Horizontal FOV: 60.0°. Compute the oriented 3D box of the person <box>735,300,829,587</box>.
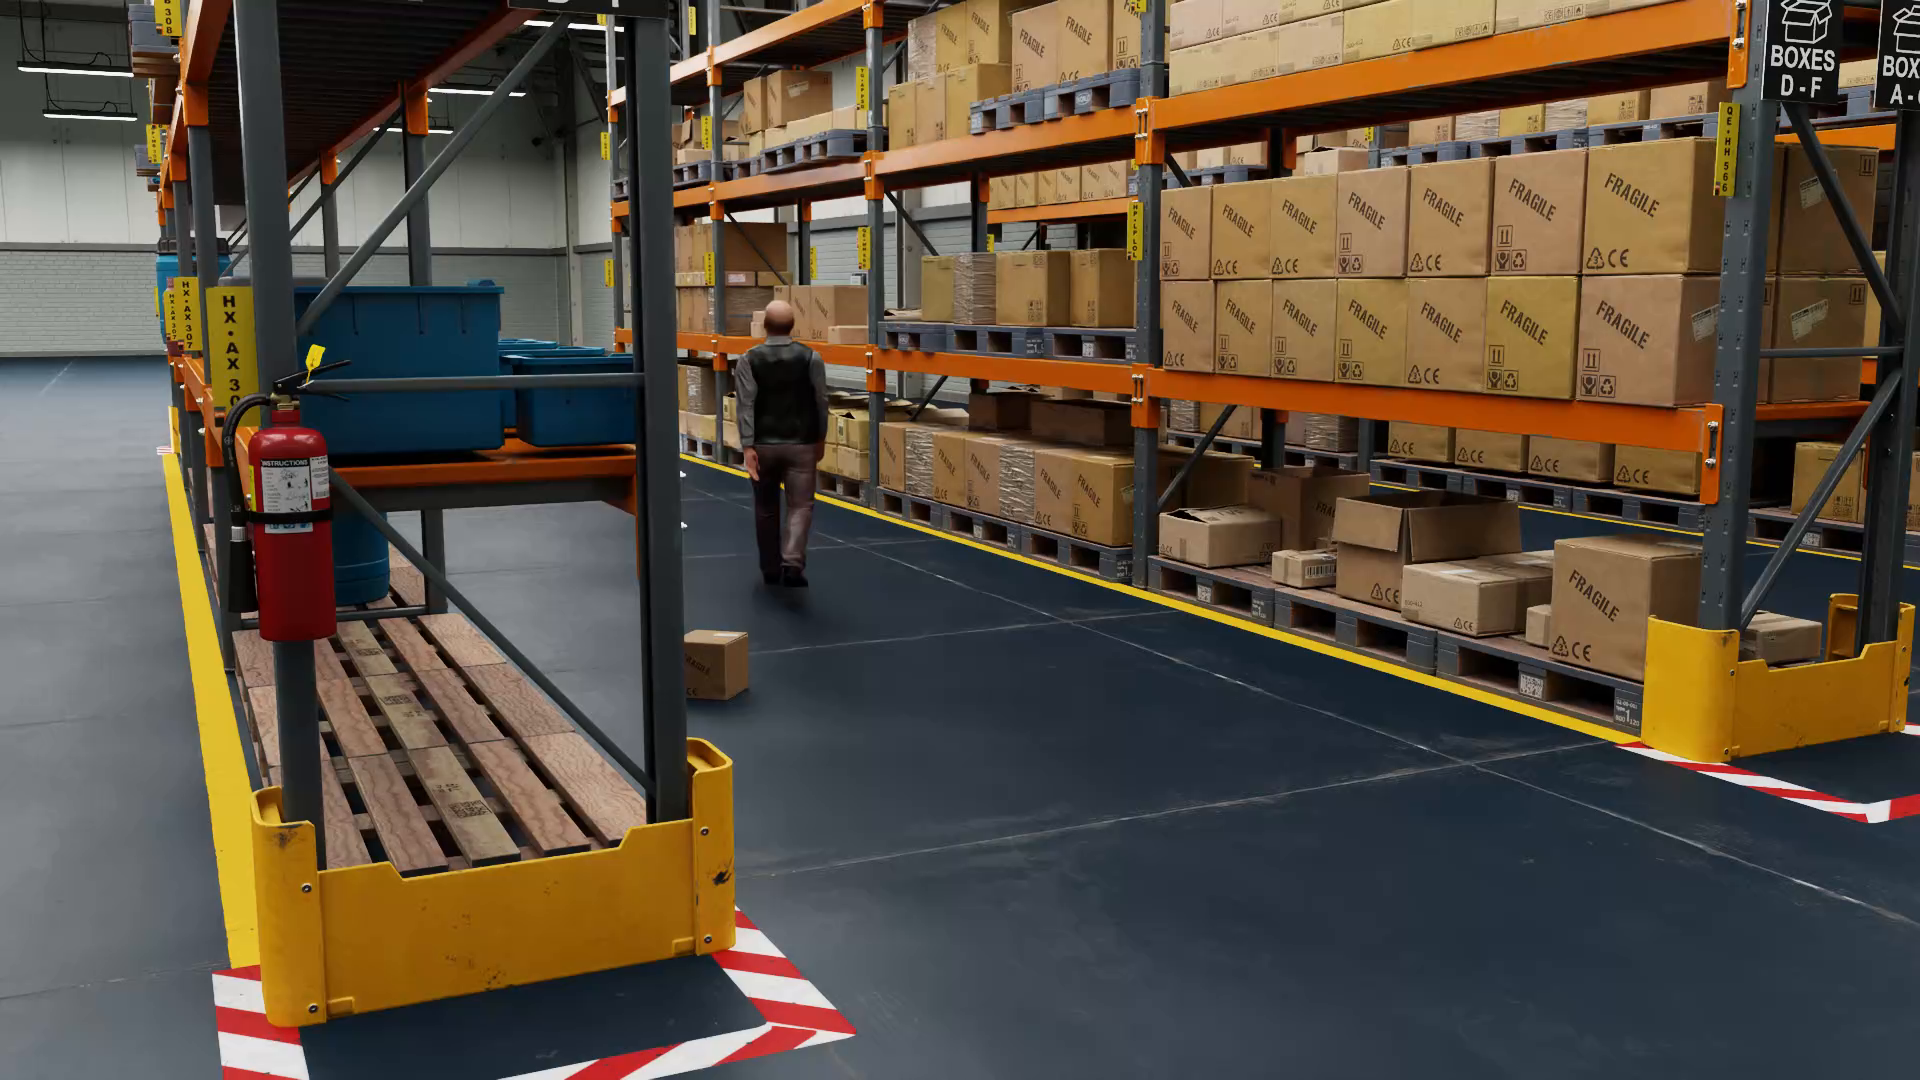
[{"bbox_3d":[-1.019,-0.537,9.585,0.528,1.677,1.006,0,8,-2],"label":"person"}]
